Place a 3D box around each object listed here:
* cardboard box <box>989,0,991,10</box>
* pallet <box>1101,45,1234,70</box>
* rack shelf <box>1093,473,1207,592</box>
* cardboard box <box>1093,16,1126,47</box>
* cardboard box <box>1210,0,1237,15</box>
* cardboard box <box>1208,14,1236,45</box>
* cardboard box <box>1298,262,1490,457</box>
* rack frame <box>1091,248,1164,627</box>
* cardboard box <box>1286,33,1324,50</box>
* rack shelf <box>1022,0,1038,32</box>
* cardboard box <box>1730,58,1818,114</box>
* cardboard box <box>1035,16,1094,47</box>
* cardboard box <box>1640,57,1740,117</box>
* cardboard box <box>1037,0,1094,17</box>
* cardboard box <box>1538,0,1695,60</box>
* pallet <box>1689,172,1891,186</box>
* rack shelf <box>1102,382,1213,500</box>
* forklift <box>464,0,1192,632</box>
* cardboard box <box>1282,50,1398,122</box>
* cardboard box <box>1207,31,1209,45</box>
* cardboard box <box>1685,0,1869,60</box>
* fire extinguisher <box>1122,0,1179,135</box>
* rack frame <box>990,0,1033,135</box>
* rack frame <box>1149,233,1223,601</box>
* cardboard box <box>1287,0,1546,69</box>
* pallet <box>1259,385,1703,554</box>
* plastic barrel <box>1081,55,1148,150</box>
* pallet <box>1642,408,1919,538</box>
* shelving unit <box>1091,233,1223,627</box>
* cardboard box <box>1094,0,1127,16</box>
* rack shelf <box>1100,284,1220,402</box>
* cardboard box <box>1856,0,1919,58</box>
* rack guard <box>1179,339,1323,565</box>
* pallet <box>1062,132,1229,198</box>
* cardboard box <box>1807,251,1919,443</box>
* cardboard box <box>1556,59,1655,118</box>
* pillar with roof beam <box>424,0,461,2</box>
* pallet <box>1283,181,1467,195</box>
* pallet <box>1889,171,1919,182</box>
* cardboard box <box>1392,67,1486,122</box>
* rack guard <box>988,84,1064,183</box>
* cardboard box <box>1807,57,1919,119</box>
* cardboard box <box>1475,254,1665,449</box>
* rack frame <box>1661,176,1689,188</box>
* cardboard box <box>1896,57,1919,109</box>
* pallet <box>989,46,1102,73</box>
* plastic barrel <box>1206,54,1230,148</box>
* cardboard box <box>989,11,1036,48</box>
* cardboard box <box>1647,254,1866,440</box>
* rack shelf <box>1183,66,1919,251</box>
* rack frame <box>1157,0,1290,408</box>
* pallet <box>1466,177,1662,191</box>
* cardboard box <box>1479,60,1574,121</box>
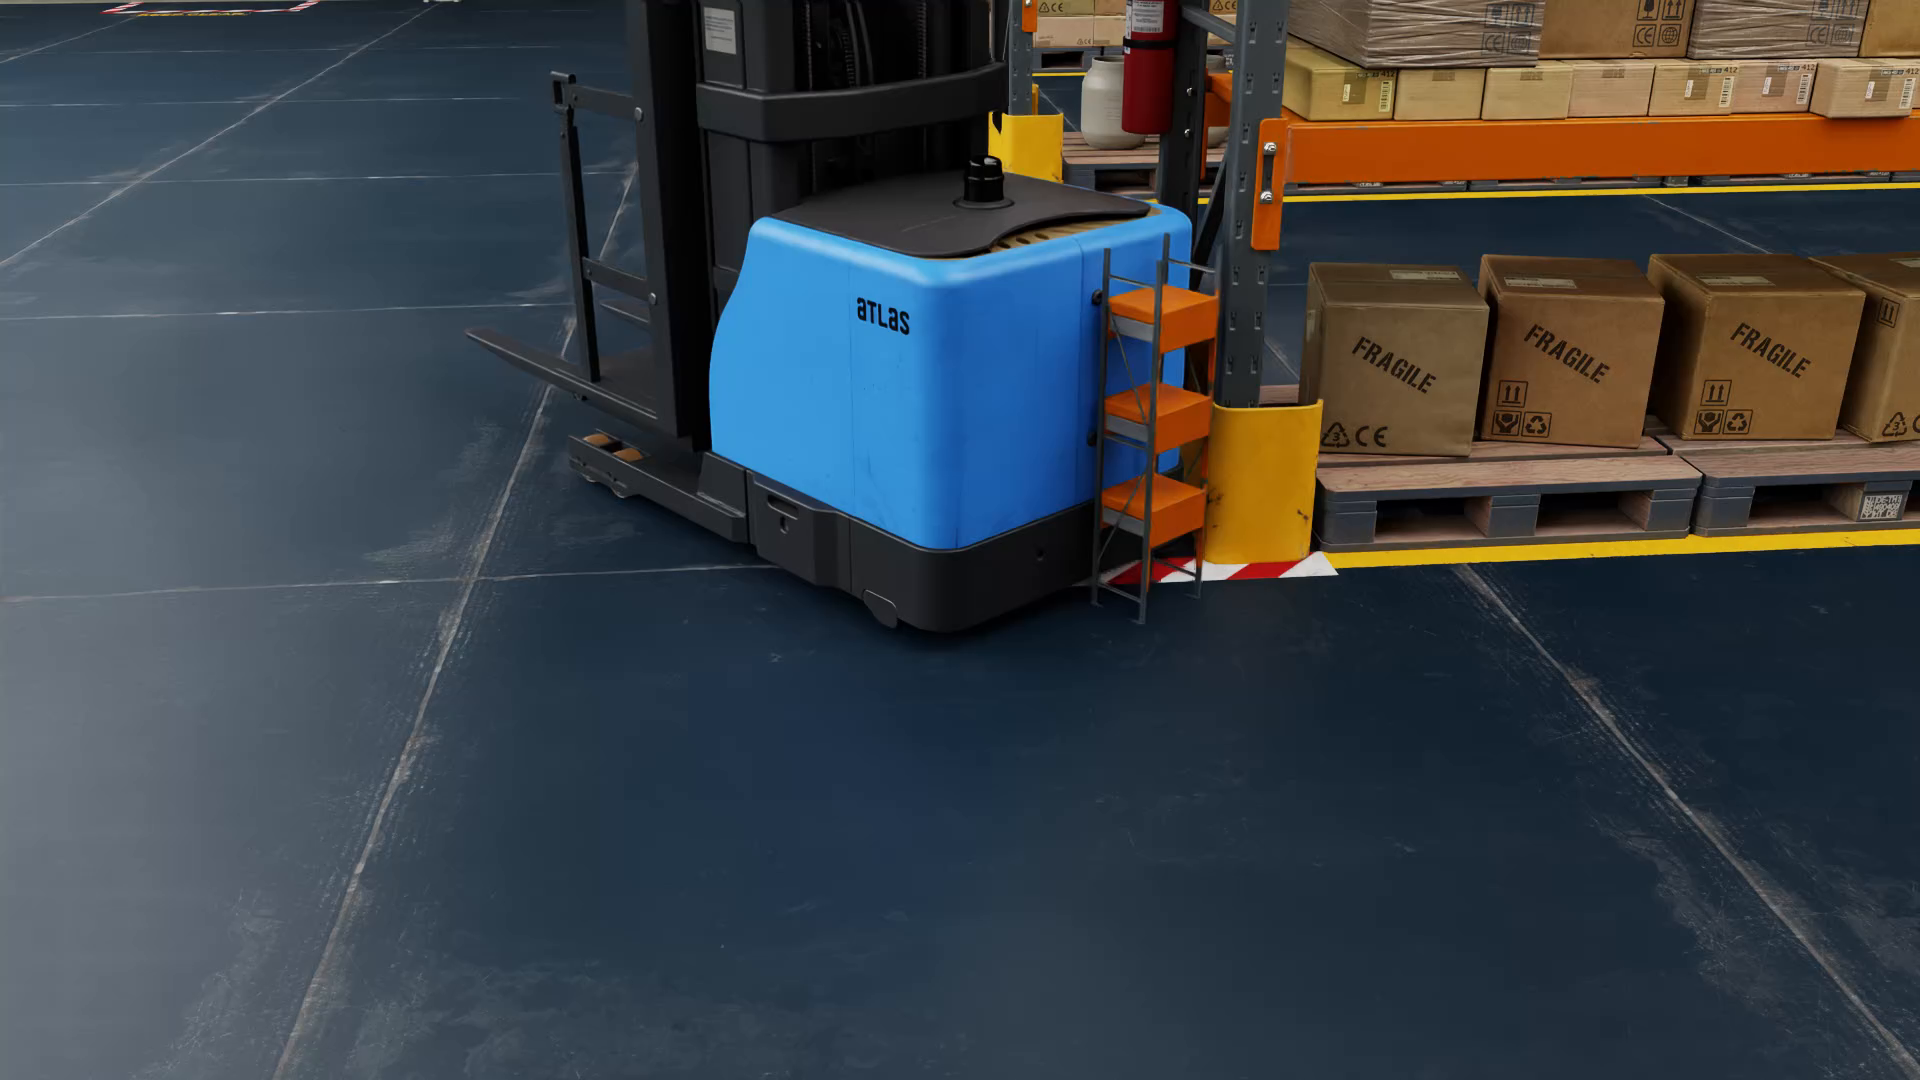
[{"bbox_3d":[0.319,-4.957,14.655,0.500,0.500,0.500,-2,24,-5],"label":"cardboard box"},{"bbox_3d":[1.783,-4.358,14.795,1.213,0.211,1.003,-2,24,-5],"label":"pallet"},{"bbox_3d":[0.541,-0.036,4.748,0.240,0.259,0.215,-21,31,-39],"label":"rack shelf"},{"bbox_3d":[1.365,-4.446,14.427,0.500,0.250,0.500,-2,24,-5],"label":"cardboard box"},{"bbox_3d":[2.359,-4.832,14.372,0.500,0.500,0.500,-2,24,-5],"label":"cardboard box"},{"bbox_3d":[2.360,-4.484,14.513,0.500,0.250,0.500,-2,24,-5],"label":"cardboard box"},{"bbox_3d":[1.408,-0.601,5.469,0.500,0.500,0.500,2,24,5],"label":"cardboard box"},{"bbox_3d":[0.453,-0.265,4.554,0.008,1.050,0.200,-21,31,-39],"label":"rack frame"},{"bbox_3d":[1.048,-1.513,5.271,0.250,0.149,0.380,-2,24,-5],"label":"cardboard box"},{"bbox_3d":[2.288,-3.286,9.836,4.000,0.370,1.077,-2,24,-5],"label":"rack shelf"},{"bbox_3d":[2.335,-1.386,4.984,0.250,0.149,0.380,-2,24,-5],"label":"cardboard box"},{"bbox_3d":[0.867,-4.426,14.382,0.500,0.250,0.500,-2,24,-5],"label":"cardboard box"},{"bbox_3d":[2.089,-1.365,4.937,0.250,0.149,0.380,-2,24,-5],"label":"cardboard box"},{"bbox_3d":[0.867,-4.768,14.228,0.500,0.500,0.500,-2,24,-5],"label":"cardboard box"},{"bbox_3d":[1.820,-1.794,5.104,0.500,0.500,0.875,-2,24,-5],"label":"cardboard box"},{"bbox_3d":[5.056,-2.468,10.542,1.213,0.211,1.003,-2,24,-5],"label":"pallet"},{"bbox_3d":[0.541,-0.290,4.635,0.240,0.259,0.215,-21,31,-39],"label":"rack shelf"},{"bbox_3d":[-0.689,-1.602,5.245,1.130,2.935,3.031,-20,31,-38],"label":"forklift"},{"bbox_3d":[1.092,-1.333,4.866,0.250,0.149,0.380,-2,24,-5],"label":"cardboard box"},{"bbox_3d":[1.863,-4.464,14.467,0.500,0.250,0.500,-2,24,-5],"label":"cardboard box"},{"bbox_3d":[2.322,-1.797,5.110,0.500,0.500,0.875,-2,24,-5],"label":"cardboard box"},{"bbox_3d":[0.625,-1.679,5.431,0.183,0.674,0.296,-2,24,-5],"label":"fire extinguisher"},{"bbox_3d":[0.298,-3.535,9.510,0.127,3.000,1.000,-2,24,-5],"label":"rack frame"},{"bbox_3d":[0.630,-0.334,4.708,0.008,1.050,0.200,-21,31,-39],"label":"rack frame"},{"bbox_3d":[1.335,-1.726,4.950,0.500,0.500,0.875,-2,24,-5],"label":"cardboard box"},{"bbox_3d":[1.672,-0.280,5.620,1.213,0.211,1.003,-2,24,-5],"label":"pallet"},{"bbox_3d":[0.945,-2.647,10.059,0.421,0.512,0.421,0,24,0],"label":"plastic barrel"},{"bbox_3d":[2.883,-0.327,5.727,1.213,0.211,1.003,-2,24,-5],"label":"pallet"},{"bbox_3d":[0.541,-0.299,4.631,0.252,1.050,0.215,-21,31,-39],"label":"shelving unit"},{"bbox_3d":[1.364,-4.793,14.285,0.500,0.500,0.500,-2,24,-5],"label":"cardboard box"},{"bbox_3d":[0.541,-0.549,4.520,0.240,0.259,0.215,-21,31,-39],"label":"rack shelf"},{"bbox_3d":[2.821,-1.812,5.144,0.500,0.500,0.875,-2,24,-5],"label":"cardboard box"},{"bbox_3d":[0.860,-0.394,5.521,0.348,0.500,1.175,-2,24,-5],"label":"rack guard"},{"bbox_3d":[1.178,-2.313,10.194,1.213,0.211,1.003,-2,24,-5],"label":"pallet"},{"bbox_3d":[3.184,-0.660,5.603,0.500,0.500,0.500,-4,24,-10],"label":"cardboard box"},{"bbox_3d":[1.839,-1.358,4.921,0.250,0.149,0.380,-2,24,-5],"label":"cardboard box"},{"bbox_3d":[-5.612,-8.679,13.697,0.400,9.000,9.100,-2,24,-5],"label":"pillar with roof beam"},{"bbox_3d":[2.389,-2.361,10.301,1.213,0.211,1.003,-2,24,-5],"label":"pallet"},{"bbox_3d":[6.273,-2.518,10.654,1.213,0.211,1.003,-2,24,-5],"label":"pallet"},{"bbox_3d":[1.342,-1.336,4.871,0.250,0.149,0.380,-2,24,-5],"label":"cardboard box"},{"bbox_3d":[0.369,-2.415,10.068,0.348,0.500,1.175,-2,24,-5],"label":"rack guard"},{"bbox_3d":[2.594,-1.354,4.913,0.250,0.149,0.380,-2,24,-5],"label":"cardboard box"},{"bbox_3d":[1.999,-0.639,5.554,0.500,0.500,0.500,4,24,9],"label":"cardboard box"},{"bbox_3d":[4.278,-3.695,9.870,0.127,3.000,1.000,-2,24,-5],"label":"rack frame"},{"bbox_3d":[2.830,-1.418,5.056,0.250,0.149,0.380,-2,24,-5],"label":"cardboard box"},{"bbox_3d":[0.571,-4.311,14.688,1.213,0.211,1.003,-2,24,-5],"label":"pallet"},{"bbox_3d":[1.444,-2.667,10.104,0.421,0.512,0.421,0,24,0],"label":"plastic barrel"},{"bbox_3d":[0.370,-4.404,14.334,0.500,0.250,0.500,-2,24,-5],"label":"cardboard box"},{"bbox_3d":[2.624,-0.656,5.593,0.500,0.500,0.500,0,24,0],"label":"cardboard box"},{"bbox_3d":[2.775,-1.284,5.332,4.000,0.370,1.077,-2,24,-5],"label":"rack shelf"},{"bbox_3d":[0.784,-1.533,5.006,0.127,3.000,1.000,-2,24,-5],"label":"rack frame"},{"bbox_3d":[3.606,-2.411,10.414,1.213,0.211,1.003,-2,24,-5],"label":"pallet"},{"bbox_3d":[1.592,-1.340,4.880,0.250,0.149,0.380,-2,24,-5],"label":"cardboard box"}]
